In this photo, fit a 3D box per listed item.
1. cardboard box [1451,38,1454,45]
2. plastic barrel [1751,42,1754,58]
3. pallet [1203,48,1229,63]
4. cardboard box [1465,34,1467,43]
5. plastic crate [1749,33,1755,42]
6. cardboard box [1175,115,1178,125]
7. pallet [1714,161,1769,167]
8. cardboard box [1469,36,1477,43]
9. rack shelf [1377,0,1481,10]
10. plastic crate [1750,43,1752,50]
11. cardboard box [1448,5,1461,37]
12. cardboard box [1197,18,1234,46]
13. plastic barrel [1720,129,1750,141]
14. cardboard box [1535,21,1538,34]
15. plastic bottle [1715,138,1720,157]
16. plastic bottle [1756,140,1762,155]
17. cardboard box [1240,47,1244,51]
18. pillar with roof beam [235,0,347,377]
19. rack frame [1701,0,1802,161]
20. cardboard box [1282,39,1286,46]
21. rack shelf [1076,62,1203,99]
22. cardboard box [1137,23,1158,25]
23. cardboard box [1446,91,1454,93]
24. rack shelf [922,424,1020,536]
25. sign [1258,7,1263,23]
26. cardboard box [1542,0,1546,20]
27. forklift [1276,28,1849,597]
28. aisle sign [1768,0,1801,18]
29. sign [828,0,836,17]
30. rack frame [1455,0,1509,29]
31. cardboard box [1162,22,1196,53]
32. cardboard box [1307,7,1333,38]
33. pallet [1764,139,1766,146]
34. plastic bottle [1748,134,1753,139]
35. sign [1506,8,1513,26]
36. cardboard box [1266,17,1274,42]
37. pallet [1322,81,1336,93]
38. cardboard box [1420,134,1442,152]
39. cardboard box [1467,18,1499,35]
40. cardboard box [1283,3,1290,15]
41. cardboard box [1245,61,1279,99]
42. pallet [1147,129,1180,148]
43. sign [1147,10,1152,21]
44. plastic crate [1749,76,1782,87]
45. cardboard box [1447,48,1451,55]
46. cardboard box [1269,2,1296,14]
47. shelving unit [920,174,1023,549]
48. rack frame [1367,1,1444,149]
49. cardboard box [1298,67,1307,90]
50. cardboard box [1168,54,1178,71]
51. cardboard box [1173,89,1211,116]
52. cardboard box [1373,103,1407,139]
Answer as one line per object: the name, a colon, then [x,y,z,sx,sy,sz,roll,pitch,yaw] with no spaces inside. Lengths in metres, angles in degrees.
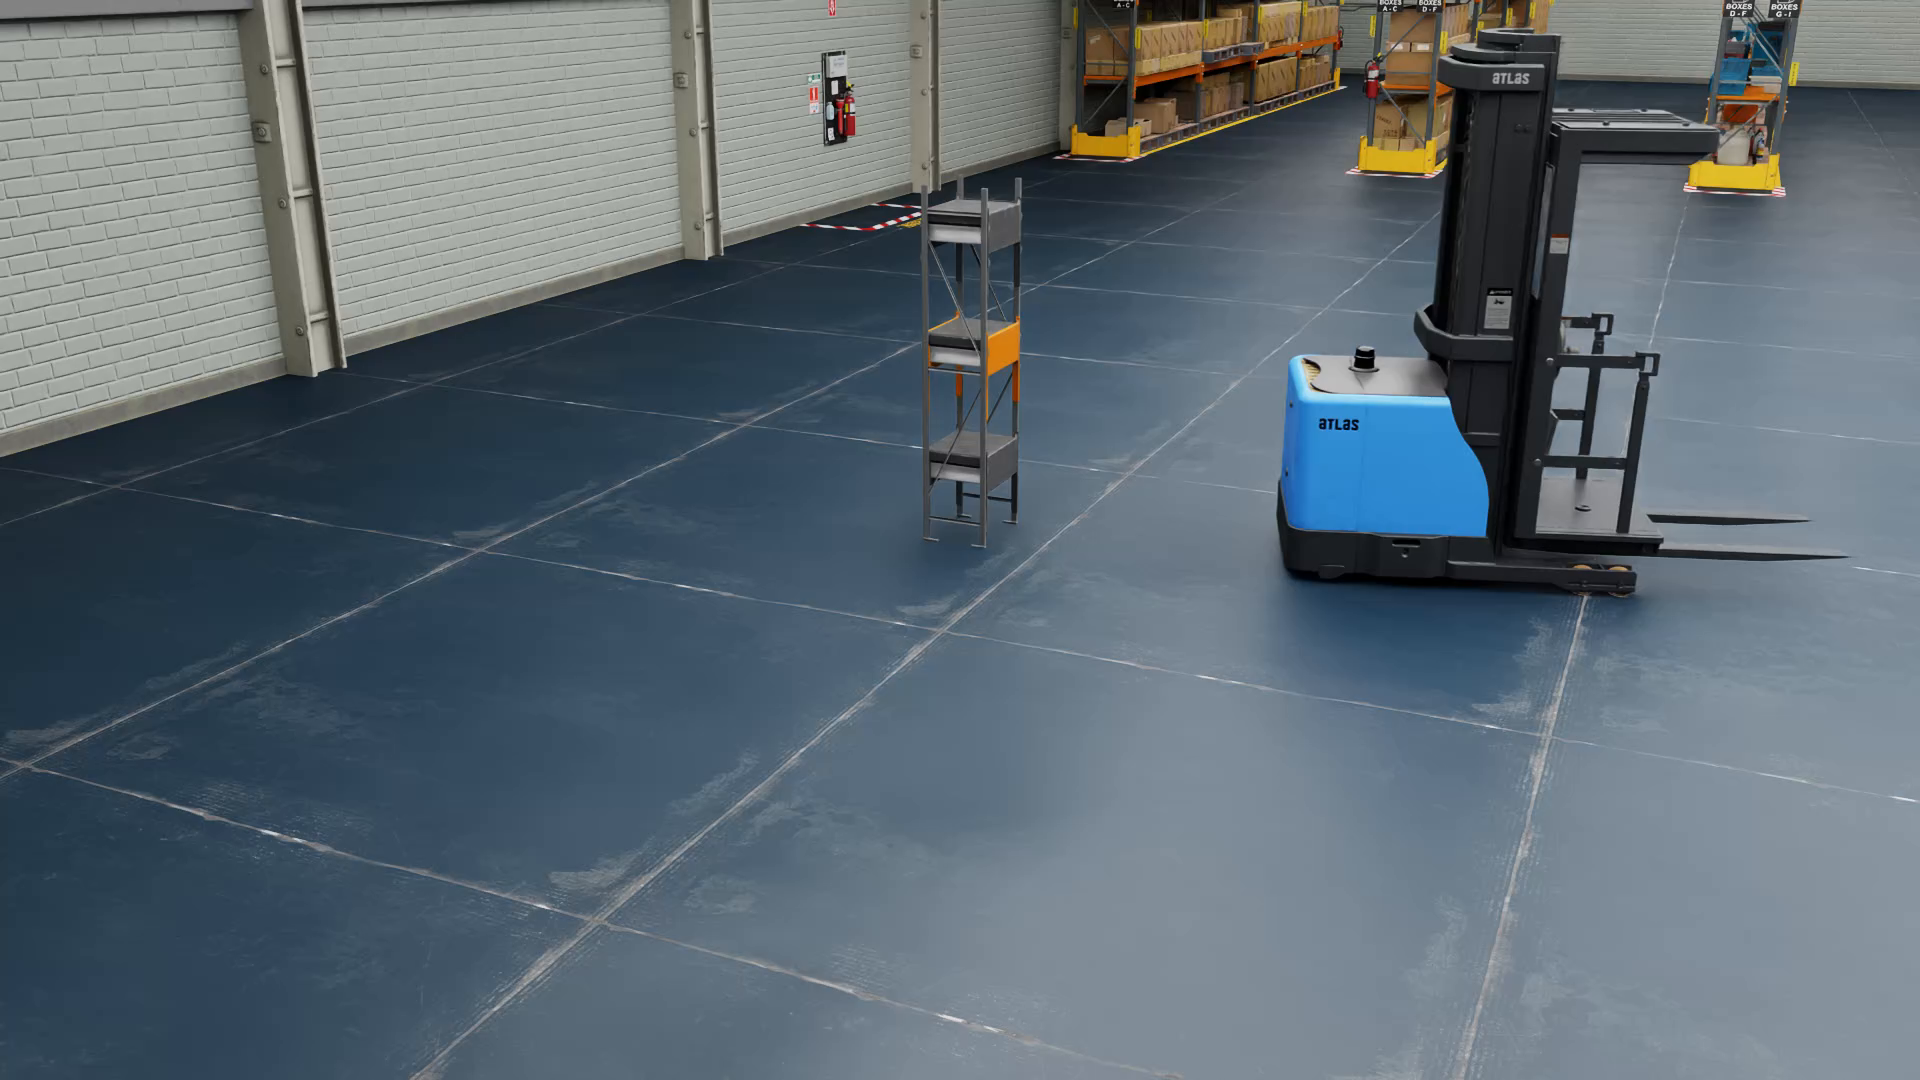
cardboard box: [7.969,-8.246,27.563,0.380,0.149,0.250,9,21,23]
plastic barrel: [14.030,-8.426,28.983,0.433,0.535,0.433,0,20,0]
pallet: [4.545,-9.358,32.092,1.003,0.211,1.213,9,21,23]
cardboard box: [8.601,-8.721,28.898,0.380,0.149,0.250,8,21,22]
plastic crate: [17.207,-10.735,35.765,0.437,0.282,0.530,9,21,23]
cardboard box: [3.907,-7.940,31.389,0.380,0.166,0.250,6,20,16]
pallet: [11.825,-5.616,25.446,1.003,0.211,1.213,9,21,23]
cardboard box: [9.370,-9.150,31.072,0.500,0.500,0.500,9,21,23]
rack shelf: [7.801,-9.019,27.450,1.077,0.370,4.000,9,21,23]
plastic crate: [16.734,-10.348,34.893,0.396,0.136,0.243,9,21,23]
cardboard box: [8.032,-8.770,28.068,0.700,0.500,0.500,9,21,23]
cardboard box: [5.064,-10.183,33.320,0.700,0.500,0.500,9,21,23]
plastic barrel: [11.904,-6.043,25.571,0.421,0.512,0.421,0,20,0]
cardboard box: [12.767,-11.477,37.615,0.500,0.500,0.500,8,21,22]
plastic bottle: [12.077,-6.261,26.493,0.061,0.283,0.133,9,21,23]
plastic bottle: [12.666,-6.191,26.315,0.097,0.271,0.097,0,20,0]
cardboard box: [6.083,-10.418,35.130,0.380,0.149,0.250,8,21,22]
pillar with roof beam: [-1.485,-5.078,10.818,9.100,9.000,0.400,9,21,23]
rack frame: [11.499,-6.653,24.199,1.000,3.000,0.127,9,21,23]
cardboard box: [7.051,-11.121,37.109,0.380,0.149,0.250,9,21,23]
rack shelf: [3.280,-8.284,29.861,1.077,0.370,4.000,9,21,23]
cardboard box: [3.292,-9.103,30.163,0.500,0.500,0.500,9,22,24]
cardboard box: [9.357,-8.508,32.057,0.500,0.311,0.500,8,21,21]
rack shelf: [0.068,-0.368,9.998,0.431,0.518,0.480,9,21,23]
sign: [6.236,-10.894,34.516,0.100,0.325,0.005,9,21,23]
cardboard box: [13.188,-12.255,38.311,0.500,0.500,0.500,9,22,24]
forklift: [3.385,-1.256,9.128,3.031,2.935,1.130,2,20,7]
aisle sign: [11.737,-7.815,23.588,0.394,0.787,0.004,9,21,23]
sign: [-1.639,-6.864,21.333,0.001,0.298,0.199,9,21,23]
rack frame: [10.258,-9.779,32.990,1.000,3.000,0.127,9,21,23]
cardboard box: [3.988,-9.187,30.399,0.500,0.500,0.500,8,21,22]
cardboard box: [8.526,-12.663,40.652,0.980,0.700,0.700,8,21,22]
pallet: [13.424,-6.807,28.794,1.003,0.211,1.213,9,21,23]
plastic bottle: [12.913,-6.517,27.225,0.152,0.276,0.135,9,21,23]
sign: [10.766,-10.249,32.584,0.100,0.325,0.005,9,21,23]
cardboard box: [6.392,-10.926,35.593,0.500,0.500,0.500,9,22,24]
pallet: [8.757,-11.334,41.524,1.003,0.211,1.213,9,21,23]
cardboard box: [7.606,-6.523,27.310,0.500,0.250,0.500,9,21,23]
cardboard box: [10.413,-10.232,33.487,0.700,0.500,0.500,2,20,4]
cardboard box: [6.990,-11.742,36.766,0.500,0.250,0.500,9,21,24]
cardboard box: [6.522,-10.116,36.520,0.750,0.750,0.750,8,21,22]
pallet: [3.358,-7.337,30.283,1.003,0.211,1.213,9,21,23]
sign: [3.591,-9.855,31.476,0.100,0.325,0.005,9,21,23]
plastic crate: [12.704,-7.220,26.188,0.530,0.136,0.437,9,21,23]
cardboard box: [7.816,-7.995,27.824,0.700,0.500,0.500,9,22,24]
cardboard box: [7.199,-11.898,37.204,0.500,0.250,0.500,9,21,24]
shelving unit: [0.068,-1.040,9.759,0.431,2.100,0.503,9,21,23]
rack frame: [6.982,-7.333,26.113,1.000,3.000,0.127,9,21,23]
cardboard box: [7.775,-10.915,39.288,0.700,0.500,0.500,9,21,23]
cardboard box: [3.573,-8.526,29.661,0.500,0.250,0.500,9,21,23]
cardboard box: [4.551,-8.657,32.907,0.700,0.500,0.500,8,21,22]
cardboard box: [6.930,-6.794,26.954,0.500,0.500,0.500,9,21,23]
